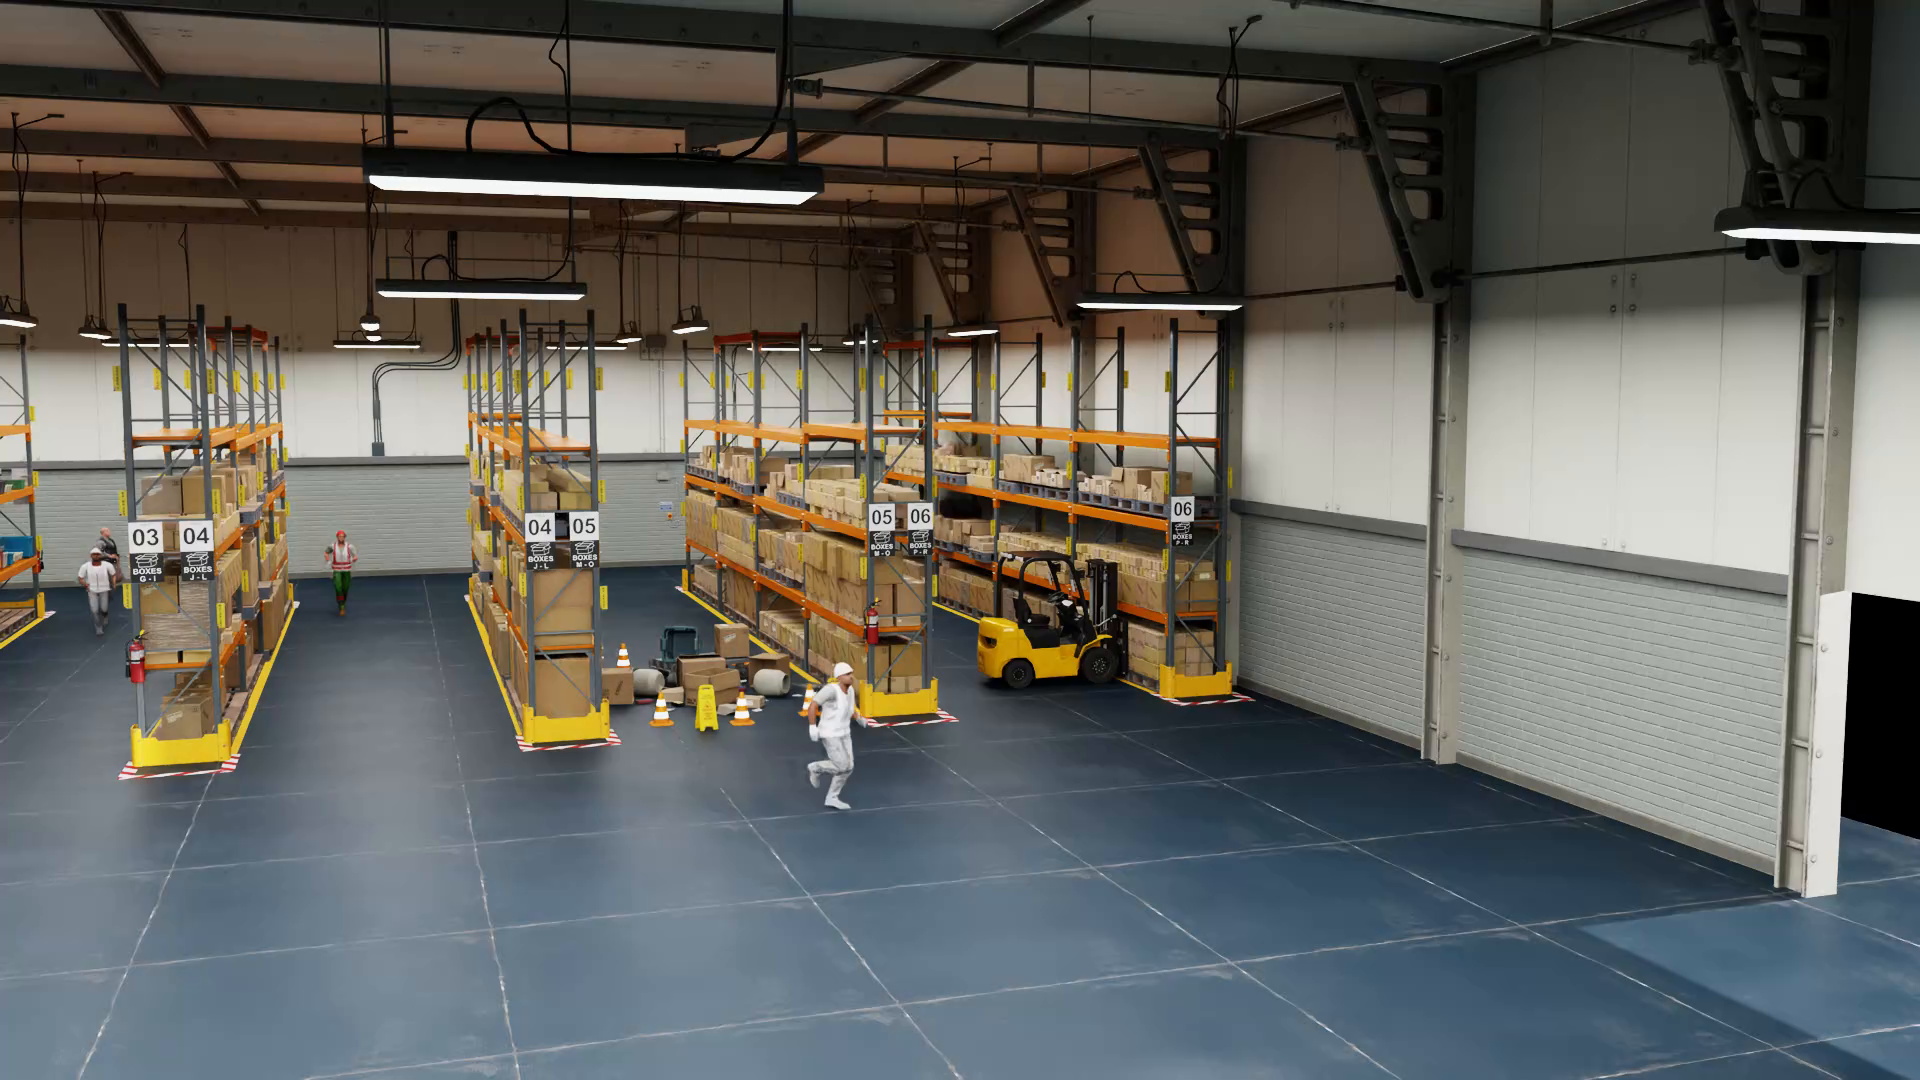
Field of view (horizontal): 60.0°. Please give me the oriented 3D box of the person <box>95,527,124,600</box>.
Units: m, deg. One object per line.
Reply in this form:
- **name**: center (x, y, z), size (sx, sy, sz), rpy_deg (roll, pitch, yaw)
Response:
- **person**: center (-19.555, 0.540, 38.253), size (0.569, 1.680, 0.653), rpy_deg (1, 5, 9)

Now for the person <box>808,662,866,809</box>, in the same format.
- **person**: center (-1.467, 2.301, 19.612), size (0.701, 1.730, 0.728), rpy_deg (3, 6, 31)

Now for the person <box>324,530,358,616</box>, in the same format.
- **person**: center (-13.350, 0.687, 35.925), size (0.652, 1.805, 0.983), rpy_deg (-3, 6, -27)

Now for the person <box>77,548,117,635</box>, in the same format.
- **person**: center (-17.166, 1.015, 33.105), size (0.703, 1.720, 0.588), rpy_deg (-3, 6, -28)
